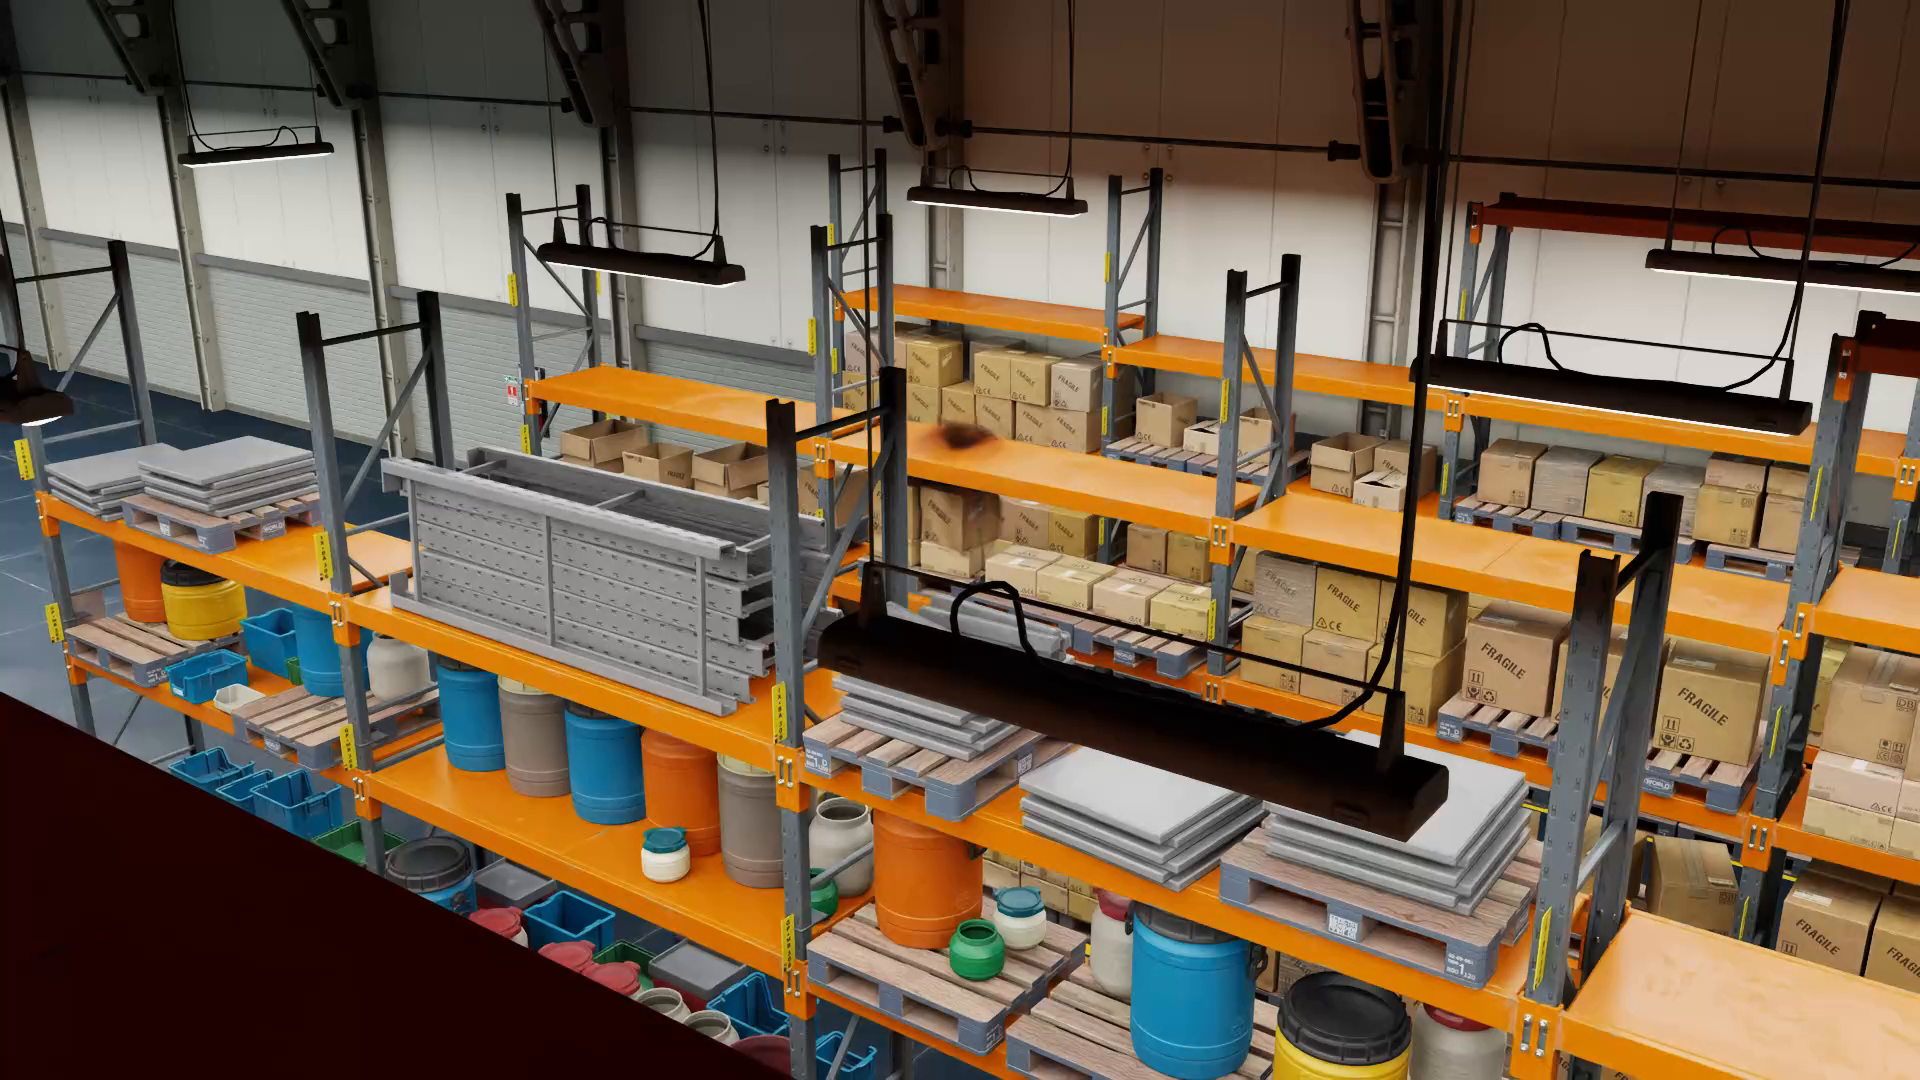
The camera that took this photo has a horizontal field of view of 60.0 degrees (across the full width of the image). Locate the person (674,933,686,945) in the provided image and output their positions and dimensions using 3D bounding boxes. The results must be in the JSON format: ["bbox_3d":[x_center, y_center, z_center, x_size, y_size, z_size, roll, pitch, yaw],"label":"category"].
[{"bbox_3d":[-2.083,3.138,13.290,0.465,1.597,0.504,0,18,-1],"label":"person"}]
